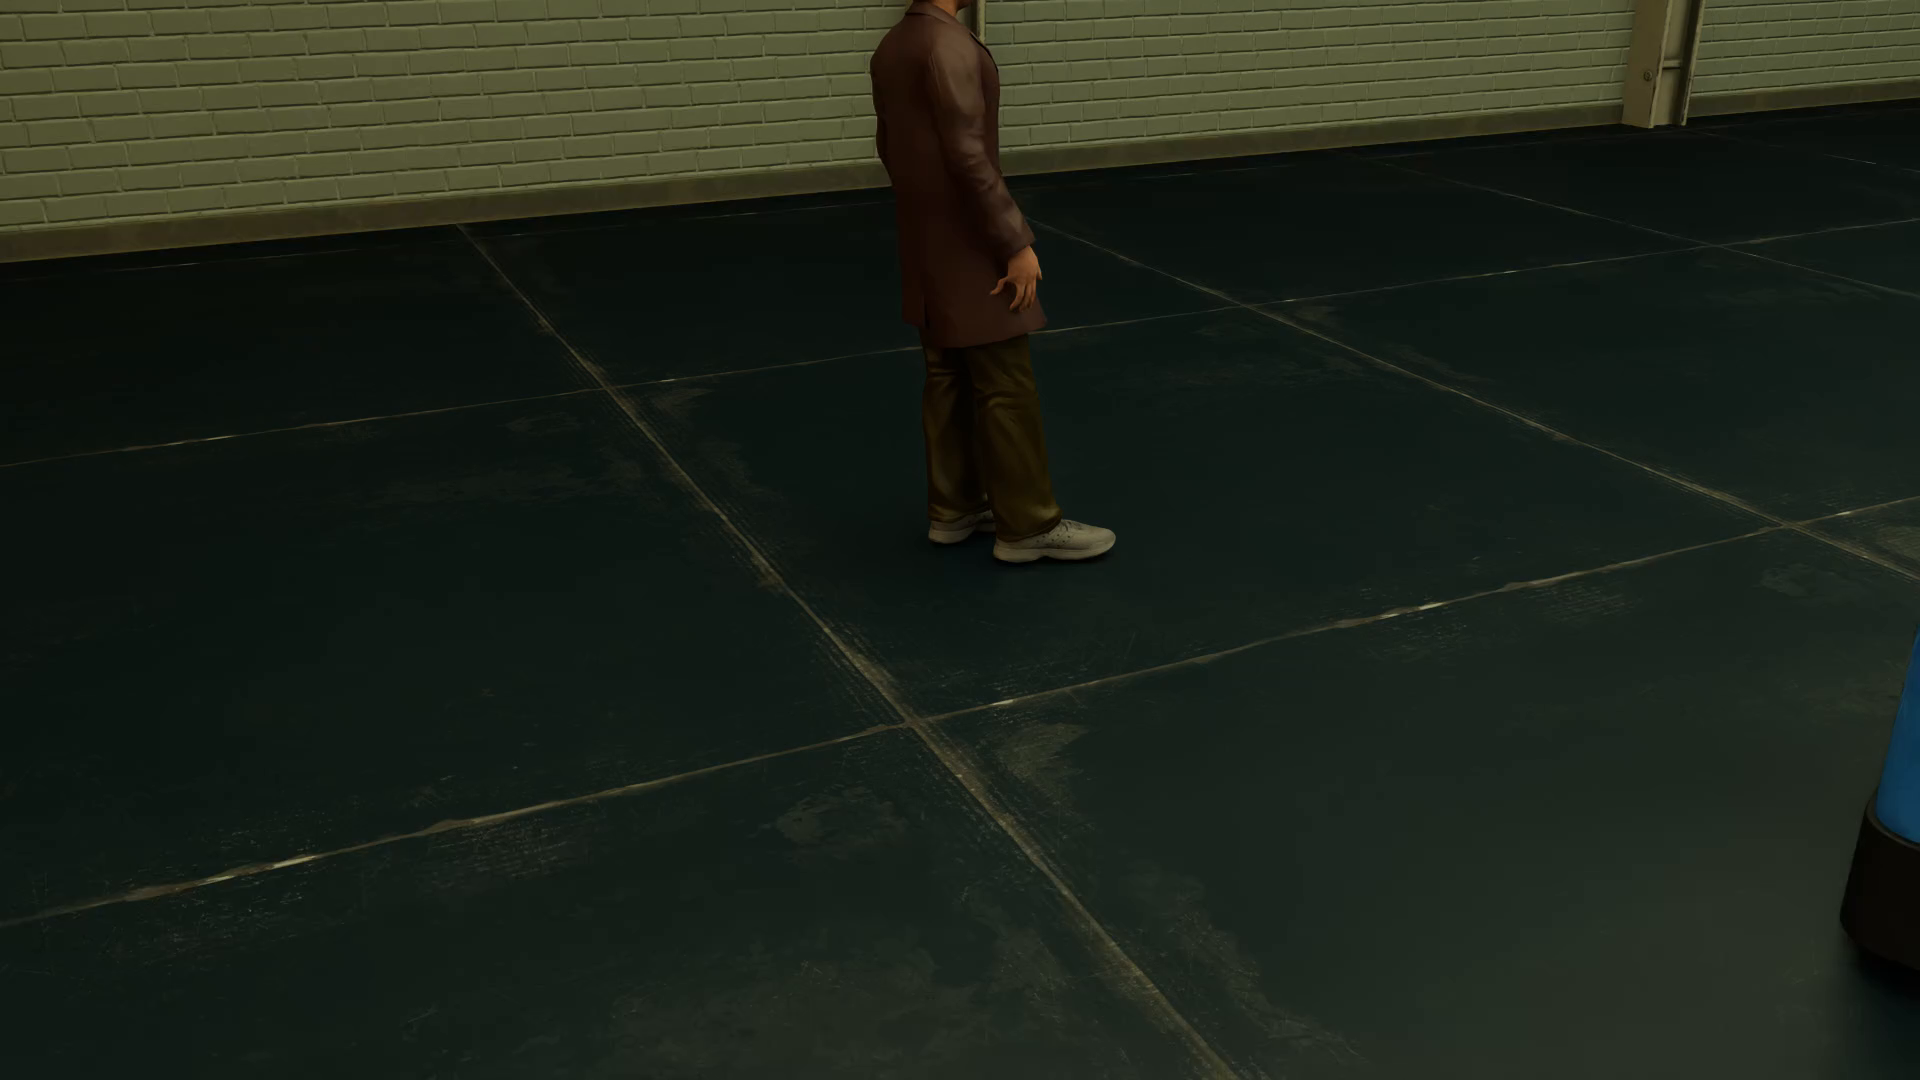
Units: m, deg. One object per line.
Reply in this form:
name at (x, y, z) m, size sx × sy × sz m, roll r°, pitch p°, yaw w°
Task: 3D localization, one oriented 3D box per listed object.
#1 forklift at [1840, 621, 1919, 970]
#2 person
forklift at (3.134, -0.330, 2.081) m, size 3.031 × 2.935 × 1.130 m, roll 17°, pitch 28°, yaw 36°
person at (0.084, -0.841, 4.794) m, size 0.582 × 1.776 × 0.696 m, roll -10°, pitch 25°, yaw -23°
